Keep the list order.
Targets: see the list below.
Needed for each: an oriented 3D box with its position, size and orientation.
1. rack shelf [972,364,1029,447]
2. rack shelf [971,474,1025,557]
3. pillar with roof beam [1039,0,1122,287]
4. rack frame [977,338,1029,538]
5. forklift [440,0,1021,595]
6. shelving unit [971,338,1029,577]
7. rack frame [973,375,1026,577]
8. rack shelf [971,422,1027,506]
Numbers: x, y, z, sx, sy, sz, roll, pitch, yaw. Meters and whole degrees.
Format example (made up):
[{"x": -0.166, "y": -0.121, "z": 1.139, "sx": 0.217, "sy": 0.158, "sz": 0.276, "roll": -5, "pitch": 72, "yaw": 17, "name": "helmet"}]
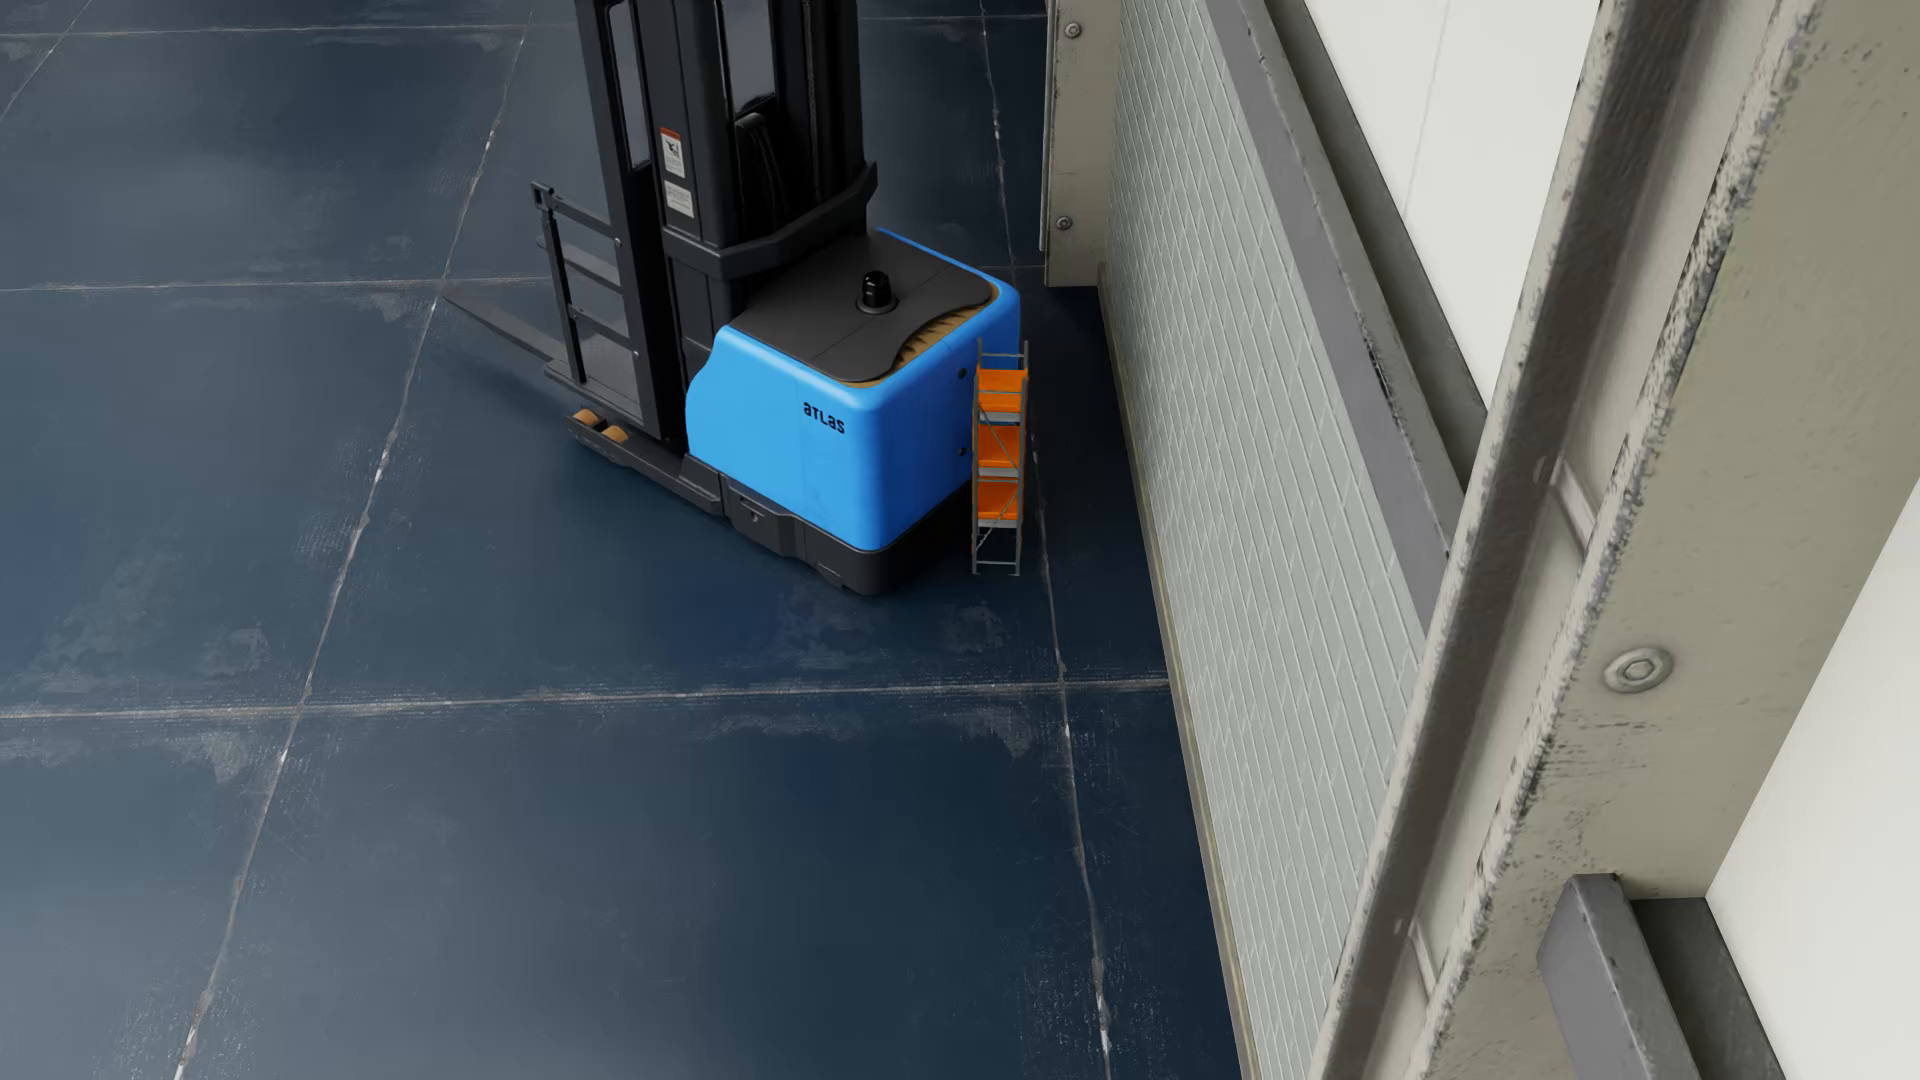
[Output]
[{"x": 0.162, "y": -0.522, "z": 6.638, "sx": 0.215, "sy": 0.259, "sz": 0.240, "roll": 3, "pitch": 43, "yaw": 3, "name": "rack shelf"}, {"x": 0.162, "y": -0.108, "z": 7.017, "sx": 0.215, "sy": 0.259, "sz": 0.240, "roll": 3, "pitch": 43, "yaw": 3, "name": "rack shelf"}, {"x": -3.709, "y": -4.657, "z": 5.671, "sx": 9.100, "sy": 9.000, "sz": 0.400, "roll": -2, "pitch": 43, "yaw": -2, "name": "pillar with roof beam"}, {"x": 0.170, "y": -0.402, "z": 6.912, "sx": 0.200, "sy": 1.050, "sz": 0.008, "roll": 3, "pitch": 43, "yaw": 3, "name": "rack frame"}, {"x": -1.201, "y": -1.687, "z": 6.921, "sx": 3.031, "sy": 2.935, "sz": 1.130, "roll": 29, "pitch": 50, "yaw": 28, "name": "forklift"}, {"x": 0.162, "y": -0.320, "z": 6.822, "sx": 0.215, "sy": 1.050, "sz": 0.252, "roll": 3, "pitch": 43, "yaw": 3, "name": "shelving unit"}, {"x": 0.154, "y": -0.238, "z": 6.733, "sx": 0.200, "sy": 1.050, "sz": 0.008, "roll": 3, "pitch": 43, "yaw": 3, "name": "rack frame"}, {"x": 0.162, "y": -0.312, "z": 6.830, "sx": 0.215, "sy": 0.259, "sz": 0.240, "roll": 3, "pitch": 43, "yaw": 3, "name": "rack shelf"}]
